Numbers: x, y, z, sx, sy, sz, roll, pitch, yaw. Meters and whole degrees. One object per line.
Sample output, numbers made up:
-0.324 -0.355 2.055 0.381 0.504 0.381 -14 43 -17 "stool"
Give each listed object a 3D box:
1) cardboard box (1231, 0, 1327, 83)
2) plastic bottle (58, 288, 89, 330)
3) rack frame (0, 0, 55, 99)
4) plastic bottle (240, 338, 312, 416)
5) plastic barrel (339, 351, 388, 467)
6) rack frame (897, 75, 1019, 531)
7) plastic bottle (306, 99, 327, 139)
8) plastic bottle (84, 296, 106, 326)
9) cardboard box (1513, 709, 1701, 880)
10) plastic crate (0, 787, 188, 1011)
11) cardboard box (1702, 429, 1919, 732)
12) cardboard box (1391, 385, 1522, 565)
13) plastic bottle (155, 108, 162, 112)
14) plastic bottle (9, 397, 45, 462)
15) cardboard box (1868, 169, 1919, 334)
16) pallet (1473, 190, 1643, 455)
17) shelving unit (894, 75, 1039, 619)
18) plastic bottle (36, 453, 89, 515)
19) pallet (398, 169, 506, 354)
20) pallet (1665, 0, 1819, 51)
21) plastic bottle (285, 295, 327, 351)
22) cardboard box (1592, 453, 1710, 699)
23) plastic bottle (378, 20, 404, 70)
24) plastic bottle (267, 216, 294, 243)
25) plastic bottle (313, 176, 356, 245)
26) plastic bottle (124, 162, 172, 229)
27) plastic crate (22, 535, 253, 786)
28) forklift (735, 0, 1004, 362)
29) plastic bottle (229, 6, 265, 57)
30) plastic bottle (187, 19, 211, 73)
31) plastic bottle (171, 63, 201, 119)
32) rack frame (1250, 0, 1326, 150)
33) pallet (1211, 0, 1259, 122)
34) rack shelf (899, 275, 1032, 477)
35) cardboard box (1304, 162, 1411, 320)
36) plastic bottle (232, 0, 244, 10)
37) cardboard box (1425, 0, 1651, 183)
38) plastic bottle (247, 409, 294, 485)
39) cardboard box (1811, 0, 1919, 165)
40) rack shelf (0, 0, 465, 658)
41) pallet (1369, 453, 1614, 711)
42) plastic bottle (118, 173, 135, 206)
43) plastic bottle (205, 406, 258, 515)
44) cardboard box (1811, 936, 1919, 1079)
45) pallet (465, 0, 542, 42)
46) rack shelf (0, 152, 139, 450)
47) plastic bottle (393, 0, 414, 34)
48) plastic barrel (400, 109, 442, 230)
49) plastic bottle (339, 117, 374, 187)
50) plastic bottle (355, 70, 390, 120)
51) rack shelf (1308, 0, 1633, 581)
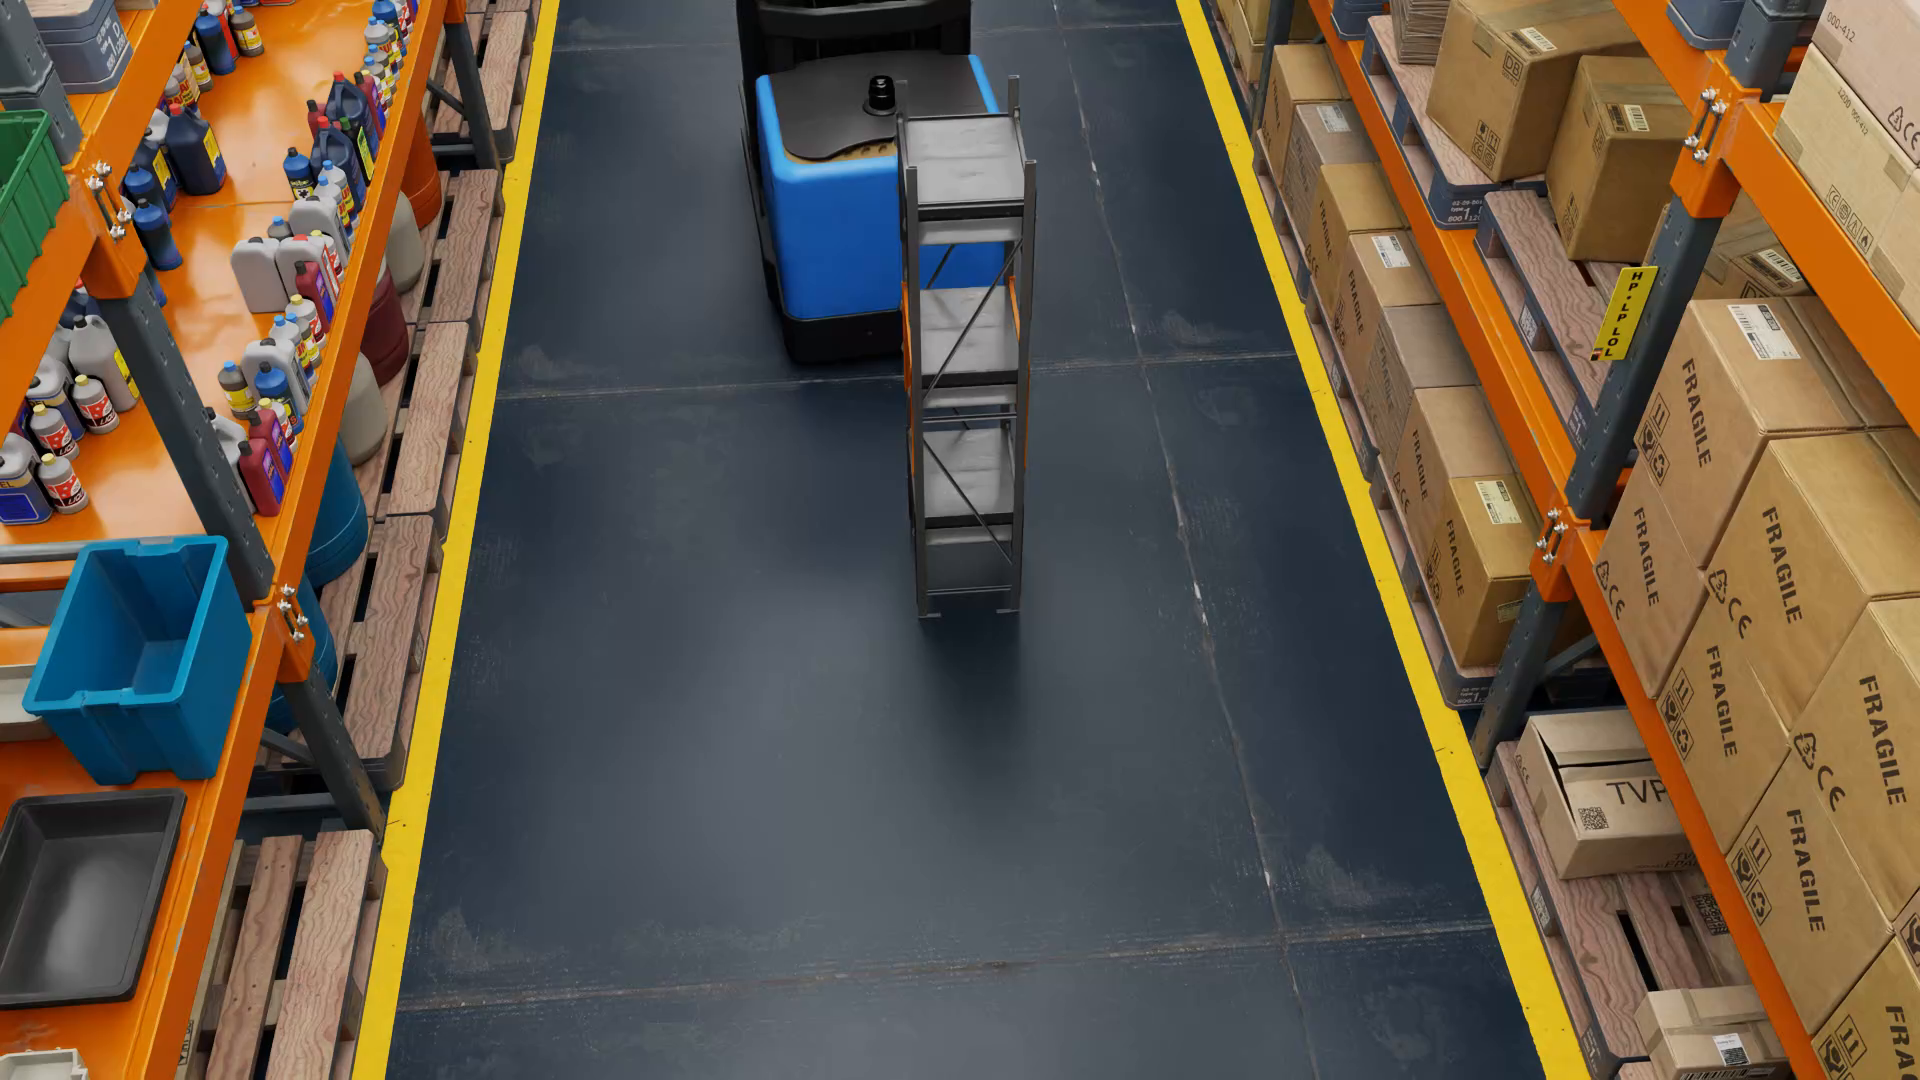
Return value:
1.771 -2.722 9.003 0.500 0.250 0.500 -2 47 -2 "cardboard box"
-2.962 -0.726 5.543 0.144 0.351 0.185 -3 47 -3 "plastic bottle"
-2.543 -2.027 2.609 1.000 3.000 0.127 -3 47 -3 "rack frame"
-2.233 -0.545 5.422 0.152 0.276 0.135 -3 47 -3 "plastic bottle"
-2.589 -0.574 6.789 0.421 0.512 0.421 0 47 0 "plastic barrel"
-0.007 -0.779 6.178 0.400 2.100 0.015 -3 47 -3 "rack frame"
-2.452 -1.582 6.399 0.061 0.283 0.133 -3 47 -3 "plastic bottle"
-2.818 -0.735 5.551 0.144 0.351 0.185 -3 47 -3 "plastic bottle"
2.213 0.827 5.586 0.500 0.311 0.500 -3 47 -3 "cardboard box"
-2.182 0.903 4.114 0.437 0.125 0.590 -3 47 -3 "plastic crate"
2.196 0.090 3.978 0.500 0.500 0.500 -5 47 -5 "cardboard box"
2.033 -0.252 6.478 0.500 0.500 0.500 -3 47 -3 "cardboard box"
-3.085 -1.560 6.387 0.097 0.271 0.097 0 47 0 "plastic bottle"
-2.963 -0.354 5.237 0.061 0.283 0.133 -3 47 -3 "plastic bottle"
2.225 -0.514 3.345 0.500 0.250 0.500 -3 47 -3 "cardboard box"
2.435 -0.782 5.693 1.003 0.211 1.213 -3 47 -3 "pallet"
0.014 -0.602 6.011 0.431 2.100 0.503 -3 47 -3 "shelving unit"
-2.776 -0.183 5.130 0.097 0.201 0.097 0 47 0 "plastic bottle"
-2.771 -1.332 8.002 1.003 0.211 1.213 -3 47 -3 "pallet"
2.408 -1.706 4.500 1.213 0.211 1.003 -3 47 -3 "pallet"
-2.232 -0.745 5.663 0.097 0.201 0.097 0 47 0 "plastic bottle"
2.164 0.088 4.668 0.500 0.500 0.500 -2 47 -2 "cardboard box"
-2.384 -2.061 6.909 0.097 0.201 0.097 0 47 0 "plastic bottle"
-2.422 -1.071 5.972 0.097 0.201 0.097 0 47 0 "plastic bottle"
-2.282 -1.202 6.047 0.097 0.271 0.097 0 47 0 "plastic bottle"
-2.989 -1.263 6.105 0.097 0.271 0.097 0 47 0 "plastic bottle"
-2.164 0.337 4.471 0.392 0.384 0.575 -3 47 -3 "plastic crate"
-0.538 -2.903 7.617 1.130 2.935 3.031 -8 47 -7 "forklift"
-3.003 -2.144 6.988 0.097 0.201 0.097 0 47 0 "plastic bottle"
-3.160 -2.051 6.844 0.061 0.283 0.133 -3 47 -3 "plastic bottle"
-3.112 -1.798 6.612 0.097 0.271 0.097 0 47 0 "plastic bottle"
2.058 -3.157 7.810 1.000 3.000 0.127 -3 47 -3 "rack frame"
2.028 -2.796 9.389 1.003 0.211 1.213 -3 47 -3 "pallet"
0.014 -0.593 6.021 0.431 0.518 0.480 -3 47 -3 "rack shelf"
1.898 -1.360 7.527 0.500 0.500 0.500 -4 47 -4 "cardboard box"
-3.182 -2.396 7.178 0.097 0.271 0.097 0 47 0 "plastic bottle"
2.184 -1.716 6.088 0.700 0.500 0.500 -14 48 -13 "cardboard box"
-2.160 -0.312 5.197 0.061 0.283 0.133 -3 47 -3 "plastic bottle"
2.186 -1.048 3.506 0.500 0.250 0.500 -3 47 -3 "cardboard box"
-2.711 -1.164 6.419 1.077 0.370 4.000 -3 47 -3 "rack shelf"
2.287 0.110 6.637 1.003 0.211 1.213 -3 47 -3 "pallet"
-3.067 -1.249 6.084 0.061 0.283 0.133 -3 47 -3 "plastic bottle"
-2.253 -0.251 5.092 0.144 0.351 0.185 -3 47 -3 "plastic bottle"
2.294 1.188 3.626 0.500 0.500 0.500 -4 47 -4 "cardboard box"
-3.003 -3.343 9.907 1.003 0.211 1.213 -3 47 -3 "pallet"
-2.376 0.698 2.589 1.077 0.370 4.000 -3 47 -3 "rack shelf"
-2.408 -2.272 7.109 0.097 0.201 0.097 0 47 0 "plastic bottle"
-2.820 -1.904 7.829 0.600 0.830 0.708 -3 47 -3 "plastic barrel"
-2.297 -1.494 6.316 0.061 0.283 0.133 -3 47 -3 "plastic bottle"
-2.351 -1.779 6.642 0.097 0.201 0.097 0 47 0 "plastic bottle"
2.226 -1.463 6.701 1.077 0.370 4.000 -3 47 -3 "rack shelf"
